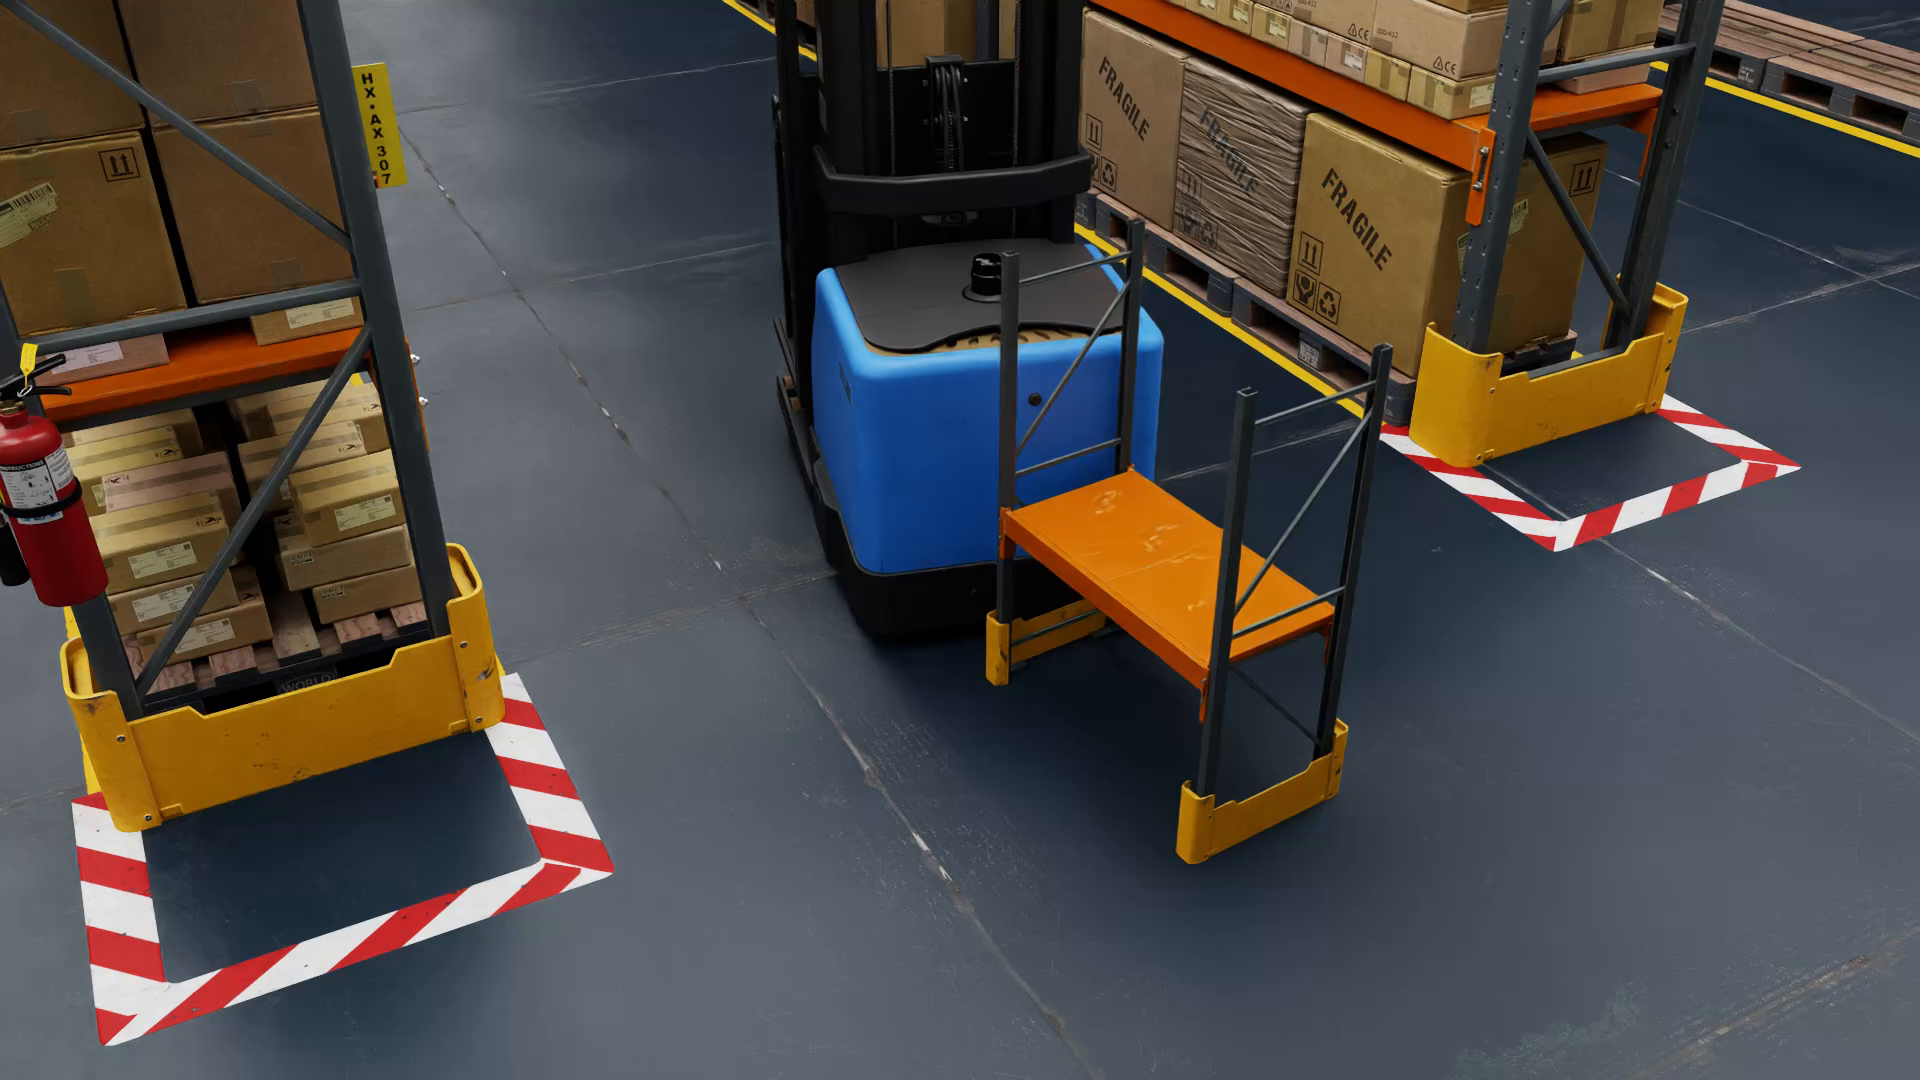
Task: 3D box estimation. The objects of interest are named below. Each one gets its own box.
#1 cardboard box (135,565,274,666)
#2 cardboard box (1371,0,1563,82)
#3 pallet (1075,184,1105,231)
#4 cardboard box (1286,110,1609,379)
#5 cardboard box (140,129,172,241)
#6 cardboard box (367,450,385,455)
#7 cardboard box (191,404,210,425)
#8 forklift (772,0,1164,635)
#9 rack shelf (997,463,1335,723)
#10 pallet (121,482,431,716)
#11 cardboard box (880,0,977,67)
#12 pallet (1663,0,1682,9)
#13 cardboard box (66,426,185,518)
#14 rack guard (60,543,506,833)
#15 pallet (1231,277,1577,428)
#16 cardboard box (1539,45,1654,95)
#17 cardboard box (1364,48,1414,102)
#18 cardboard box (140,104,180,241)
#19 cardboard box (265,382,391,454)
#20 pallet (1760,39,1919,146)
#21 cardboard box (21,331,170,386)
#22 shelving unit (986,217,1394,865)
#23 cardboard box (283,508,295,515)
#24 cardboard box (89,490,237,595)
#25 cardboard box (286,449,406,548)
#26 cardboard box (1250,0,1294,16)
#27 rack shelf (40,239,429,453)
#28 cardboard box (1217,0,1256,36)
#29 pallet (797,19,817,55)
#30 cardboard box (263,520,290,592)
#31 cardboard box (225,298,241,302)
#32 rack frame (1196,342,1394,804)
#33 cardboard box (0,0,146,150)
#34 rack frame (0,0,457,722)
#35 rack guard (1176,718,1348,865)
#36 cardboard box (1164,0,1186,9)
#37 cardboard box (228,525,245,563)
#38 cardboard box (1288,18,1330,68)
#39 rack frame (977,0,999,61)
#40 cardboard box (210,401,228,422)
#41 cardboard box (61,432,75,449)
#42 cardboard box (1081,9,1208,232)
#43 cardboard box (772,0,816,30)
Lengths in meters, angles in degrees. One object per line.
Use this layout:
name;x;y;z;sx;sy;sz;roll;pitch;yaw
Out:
cardboard box;-2.435;0.245;5.341;0.380;0.149;0.250;-15;36;-22
cardboard box;1.969;-2.006;6.464;0.500;0.250;0.500;-16;36;-24
pallet;0.850;-2.132;9.381;1.003;0.211;1.213;-16;36;-23
cardboard box;2.060;-1.347;7.152;0.875;0.875;0.875;-16;36;-23
cardboard box;-2.678;-1.144;4.887;0.500;0.500;0.500;-16;36;-24
cardboard box;-2.316;-0.386;6.049;0.380;0.149;0.250;-15;35;-22
cardboard box;-3.154;-0.496;6.497;0.380;0.149;0.250;-15;36;-22
forklift;-0.159;-1.702;6.189;1.130;2.935;3.031;-7;33;-11
rack shelf;0.612;0.126;4.996;0.538;0.185;1.000;-19;37;-27
pallet;-2.388;0.161;5.803;1.003;0.211;1.213;-16;36;-23
cardboard box;0.248;-3.271;10.155;1.225;0.875;0.875;-16;36;-23
pallet;4.623;-4.139;12.514;1.003;0.211;1.213;-16;36;-23
cardboard box;-2.776;-0.222;5.518;0.380;0.149;0.250;-17;36;-24
rack guard;-2.041;0.436;5.106;1.175;0.500;0.348;-16;36;-23
pallet;1.987;-0.967;7.564;1.003;0.211;1.213;-16;36;-23
cardboard box;2.556;-1.926;6.709;0.380;0.149;0.250;-15;36;-23
cardboard box;1.849;-1.884;6.643;0.380;0.149;0.250;-15;36;-23
cardboard box;-2.243;-1.280;5.099;0.500;0.500;0.500;-16;36;-23
cardboard box;-2.188;-0.396;5.790;0.380;0.149;0.250;-16;36;-23
pallet;5.896;-2.836;10.481;1.003;0.211;1.213;-16;36;-23
cardboard box;-2.408;-0.559;4.574;0.380;0.149;0.250;-16;36;-23
shelving unit;0.617;-0.021;4.893;0.587;1.500;1.083;-19;37;-27
cardboard box;-2.100;-0.141;5.668;0.380;0.149;0.250;-16;36;-23
cardboard box;-2.477;0.004;5.165;0.380;0.149;0.250;-15;36;-23
cardboard box;-1.949;-0.142;5.394;0.380;0.149;0.250;-18;37;-25
cardboard box;1.495;-2.491;7.221;0.500;0.250;0.500;-17;36;-25
rack shelf;-2.938;-1.232;6.059;1.077;0.370;4.000;-16;36;-23
cardboard box;1.373;-2.371;7.404;0.380;0.149;0.250;-16;36;-23
pallet;-0.435;-3.446;11.434;1.003;0.211;1.213;-16;36;-23
cardboard box;-2.161;0.009;5.709;0.380;0.149;0.250;-16;36;-23
cardboard box;-2.022;-0.822;4.986;0.380;0.149;0.250;-15;35;-21
rack frame;0.889;0.205;4.540;0.500;1.500;0.032;-19;37;-27
cardboard box;-2.439;-1.324;4.241;0.500;0.500;0.500;-17;36;-24
rack frame;-2.006;-0.580;4.375;1.000;3.000;0.127;-16;36;-23
rack guard;0.888;0.731;4.878;0.587;0.250;0.087;-19;37;-27
cardboard box;1.136;-2.614;7.783;0.380;0.149;0.250;-17;36;-24
cardboard box;-2.578;0.000;5.447;0.380;0.149;0.250;-17;36;-24
cardboard box;1.617;-2.124;7.018;0.380;0.149;0.250;-15;36;-22
rack frame;0.564;-3.688;9.226;1.000;3.000;0.127;-16;36;-23
cardboard box;-2.687;-0.607;6.395;0.380;0.149;0.250;-14;35;-21
cardboard box;-3.015;-0.476;5.914;0.380;0.149;0.250;-15;35;-21
cardboard box;1.221;-2.206;8.493;0.875;0.875;0.875;-16;36;-23
cardboard box;-0.588;-4.117;11.477;1.225;0.875;0.875;-16;36;-23
